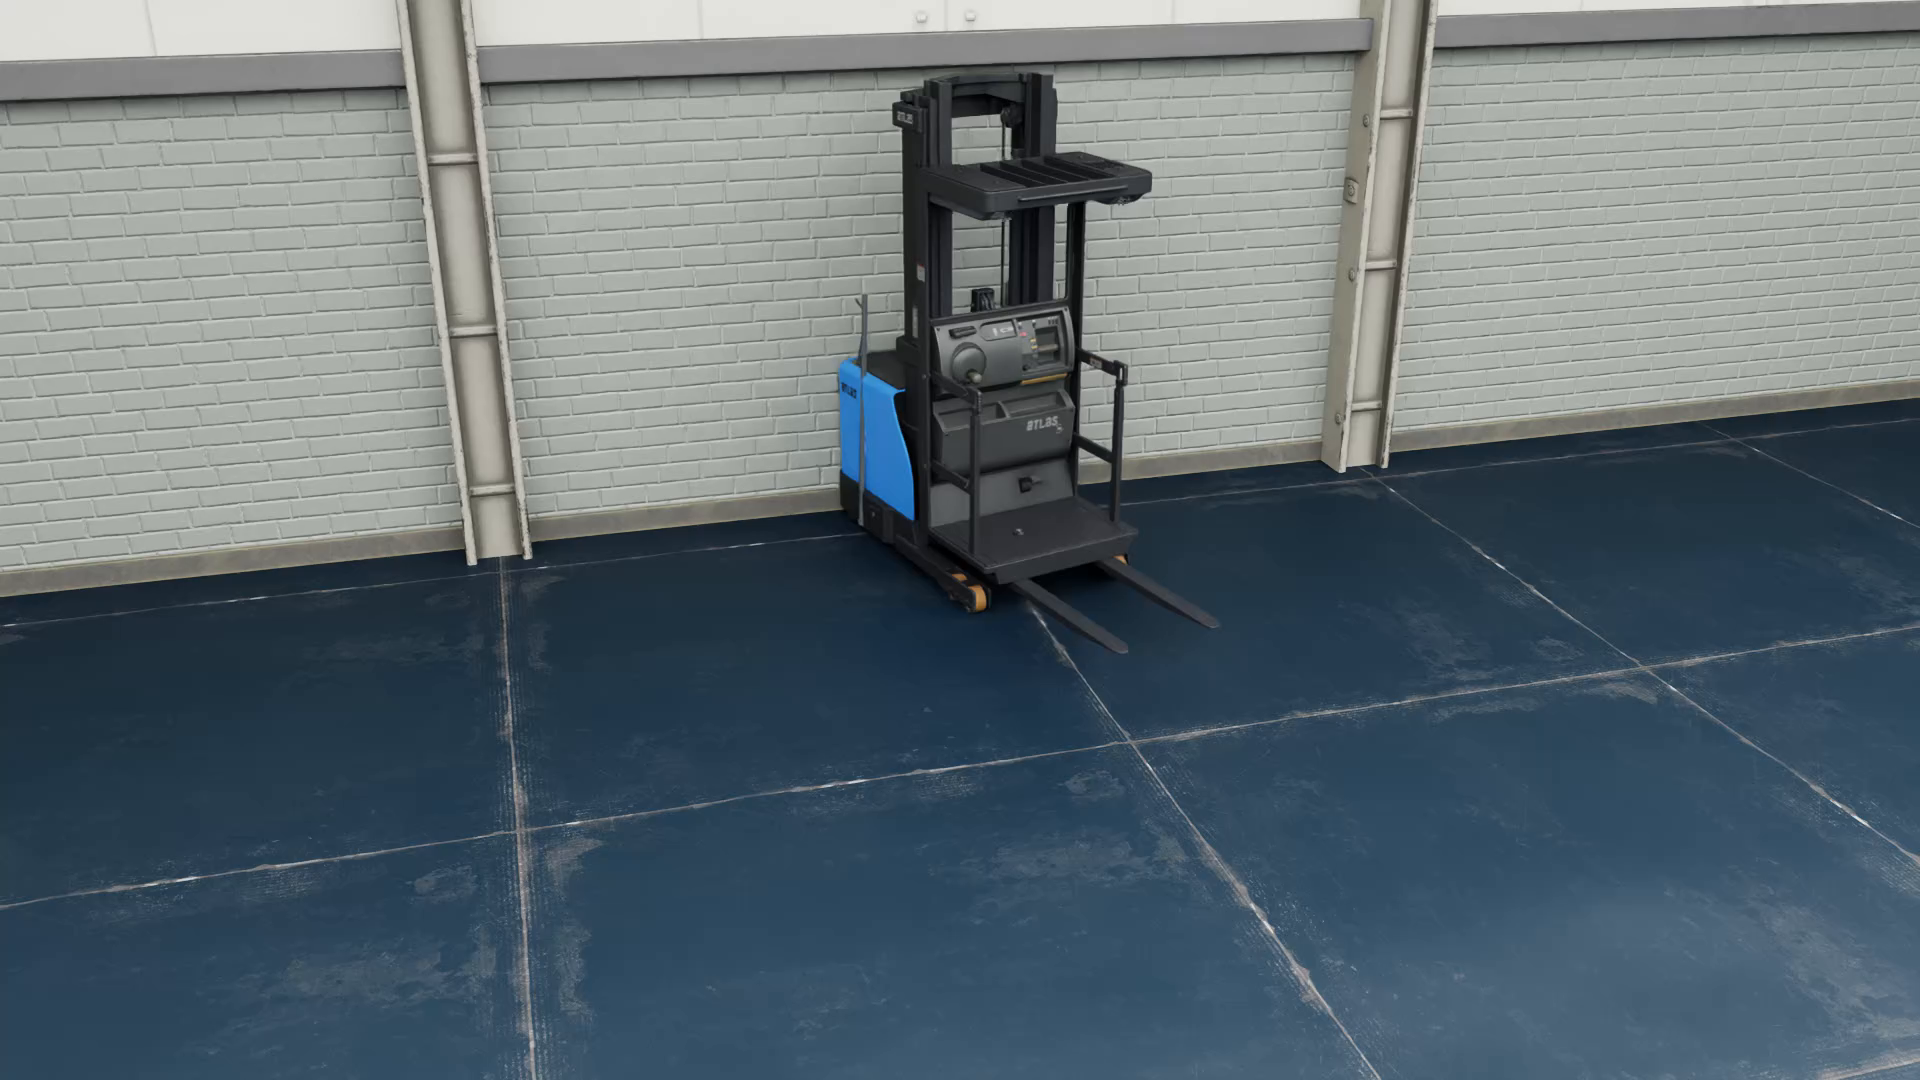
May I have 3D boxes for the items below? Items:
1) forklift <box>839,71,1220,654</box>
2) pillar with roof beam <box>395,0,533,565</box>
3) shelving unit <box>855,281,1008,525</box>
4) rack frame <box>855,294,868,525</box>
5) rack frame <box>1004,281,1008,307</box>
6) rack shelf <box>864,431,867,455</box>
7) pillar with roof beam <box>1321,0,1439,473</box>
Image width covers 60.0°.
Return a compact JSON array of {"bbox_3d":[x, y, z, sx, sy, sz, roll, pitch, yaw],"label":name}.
[{"bbox_3d":[0.376,-1.124,9.653,1.130,2.935,3.031,-13,26,-28],"label":"forklift"},{"bbox_3d":[-1.762,-2.422,4.983,0.400,9.000,9.100,-6,24,-14],"label":"pillar with roof beam"},{"bbox_3d":[-0.162,-0.900,10.857,1.048,1.500,0.538,-2,19,-11],"label":"shelving unit"},{"bbox_3d":[-0.660,-0.885,10.757,0.032,1.500,0.500,-2,19,-11],"label":"rack frame"},{"bbox_3d":[0.336,-0.916,10.958,0.032,1.500,0.500,-2,19,-11],"label":"rack frame"},{"bbox_3d":[-0.168,-0.730,10.914,1.000,0.185,0.538,-2,19,-11],"label":"rack shelf"},{"bbox_3d":[4.015,-3.061,6.472,0.400,9.000,9.100,-6,24,-14],"label":"pillar with roof beam"}]
